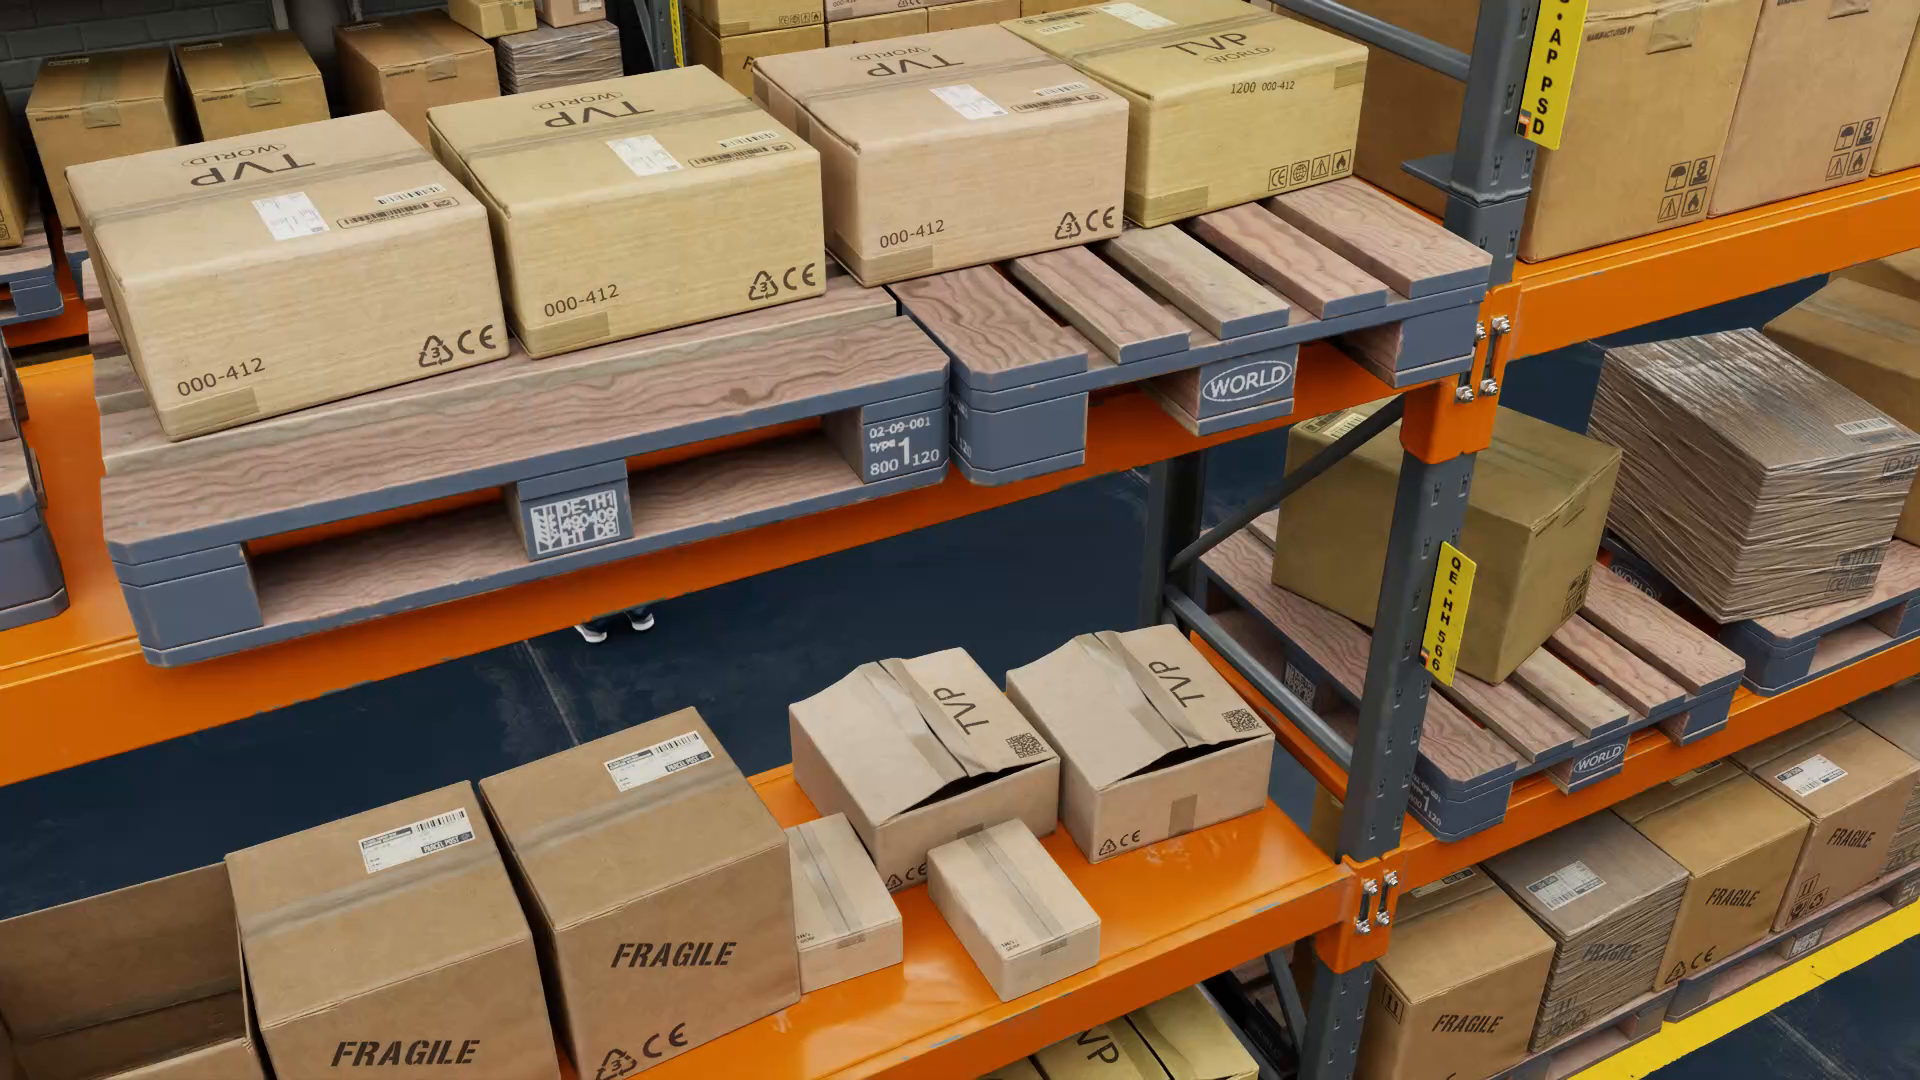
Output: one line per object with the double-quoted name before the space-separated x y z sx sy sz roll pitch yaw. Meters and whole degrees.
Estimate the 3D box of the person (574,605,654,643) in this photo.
"person" -1.493 -0.295 6.605 0.408 1.593 0.300 -15 36 -22
